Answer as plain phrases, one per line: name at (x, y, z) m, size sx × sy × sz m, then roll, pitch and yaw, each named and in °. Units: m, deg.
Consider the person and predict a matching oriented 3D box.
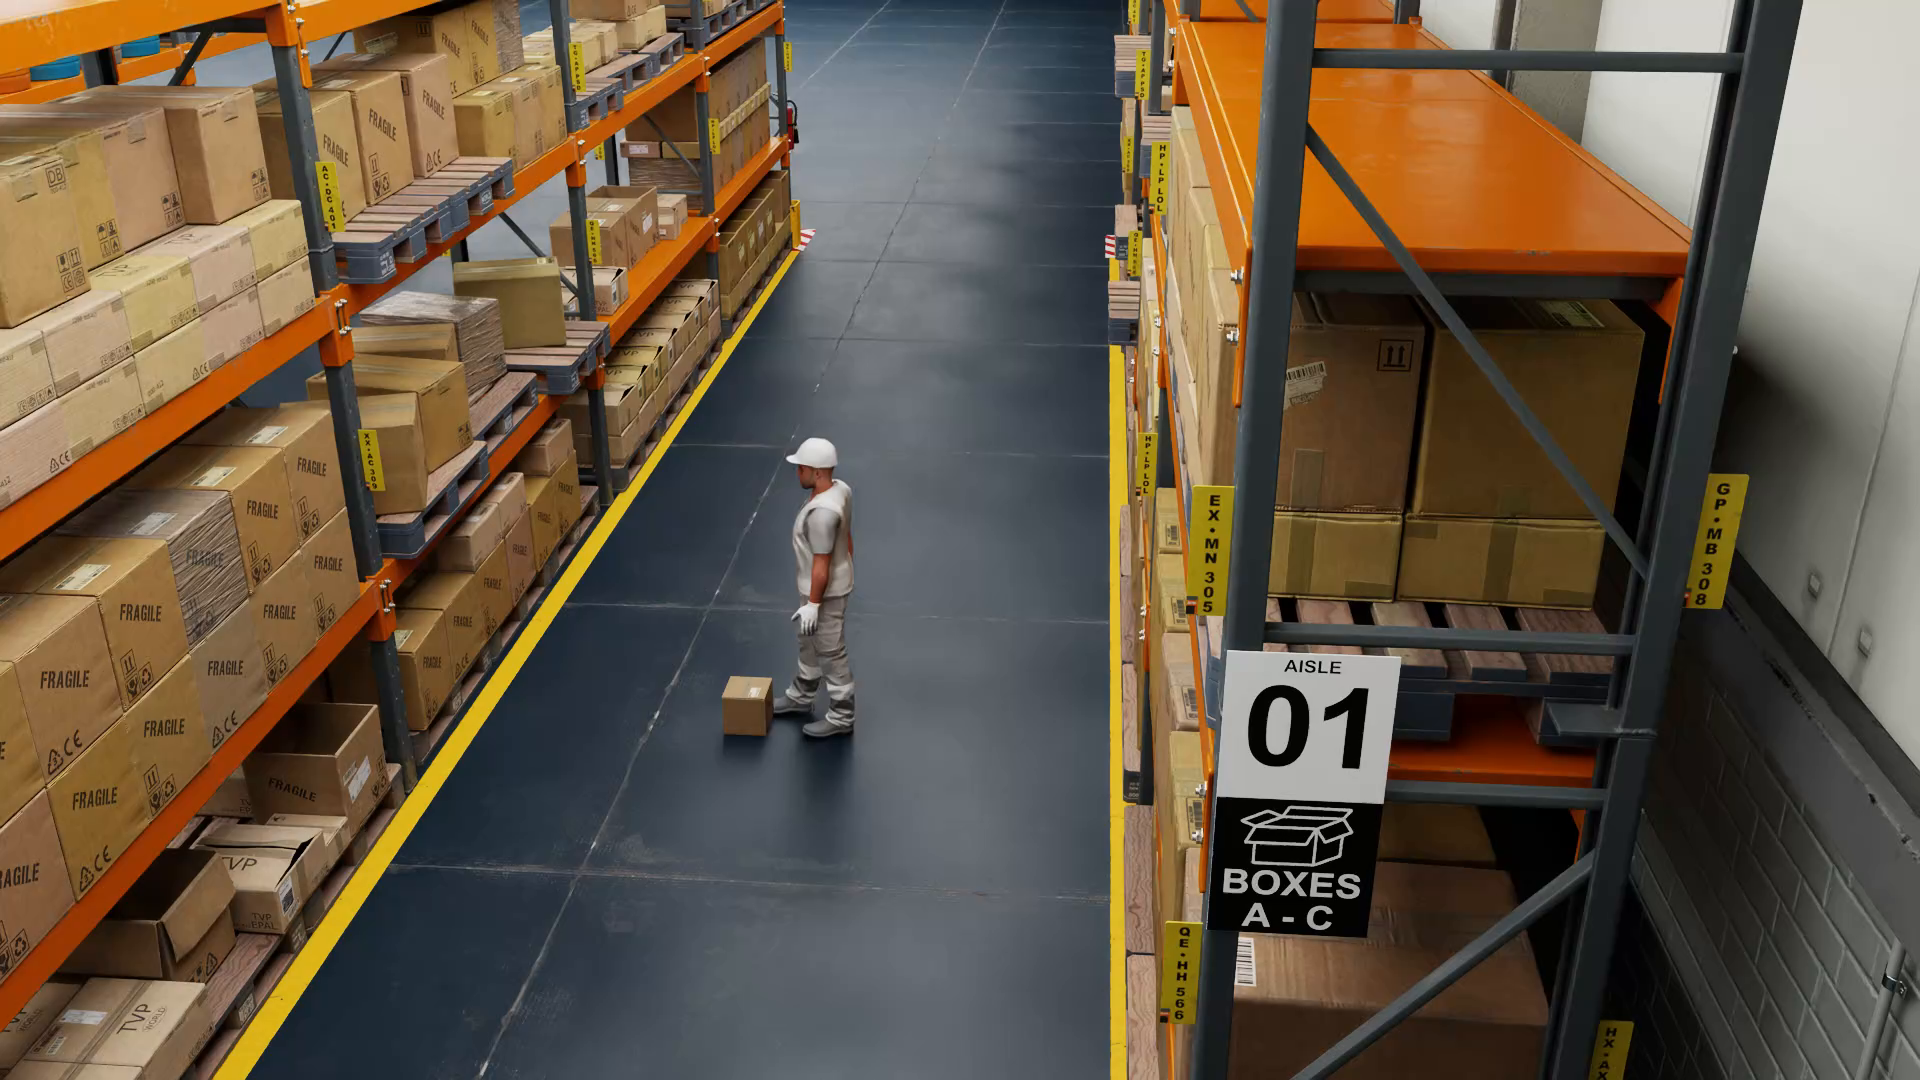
person at (-0.885, 0.285, 9.328) m, size 0.584 × 1.787 × 0.588 m, roll 0°, pitch 24°, yaw 0°
